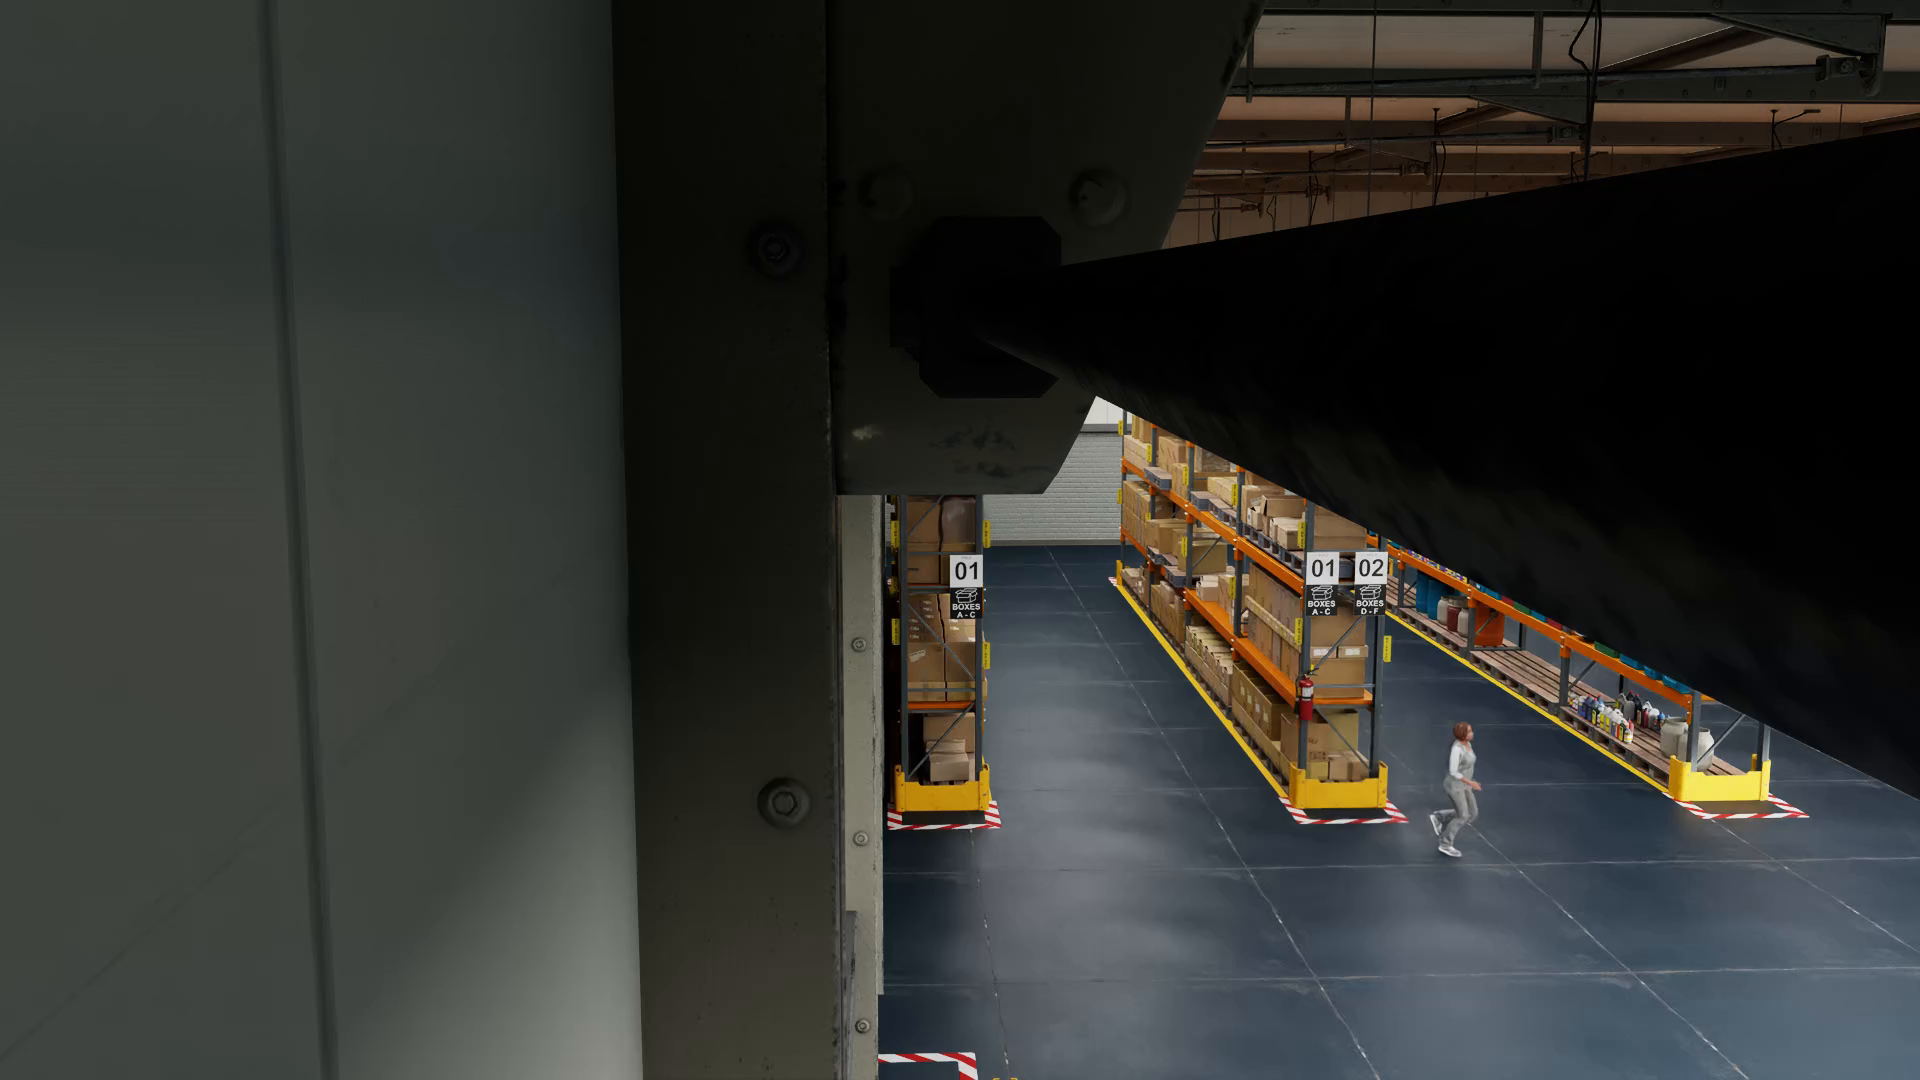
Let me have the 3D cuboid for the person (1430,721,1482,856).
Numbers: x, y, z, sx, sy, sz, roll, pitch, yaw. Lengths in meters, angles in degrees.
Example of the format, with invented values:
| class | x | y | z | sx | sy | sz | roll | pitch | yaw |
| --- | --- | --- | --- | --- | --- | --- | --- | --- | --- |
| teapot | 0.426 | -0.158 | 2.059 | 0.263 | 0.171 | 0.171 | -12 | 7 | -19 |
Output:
| class | x | y | z | sx | sy | sz | roll | pitch | yaw |
| --- | --- | --- | --- | --- | --- | --- | --- | --- | --- |
| person | 5.647 | 2.820 | 18.867 | 0.605 | 1.547 | 0.566 | 5 | 10 | 32 |
